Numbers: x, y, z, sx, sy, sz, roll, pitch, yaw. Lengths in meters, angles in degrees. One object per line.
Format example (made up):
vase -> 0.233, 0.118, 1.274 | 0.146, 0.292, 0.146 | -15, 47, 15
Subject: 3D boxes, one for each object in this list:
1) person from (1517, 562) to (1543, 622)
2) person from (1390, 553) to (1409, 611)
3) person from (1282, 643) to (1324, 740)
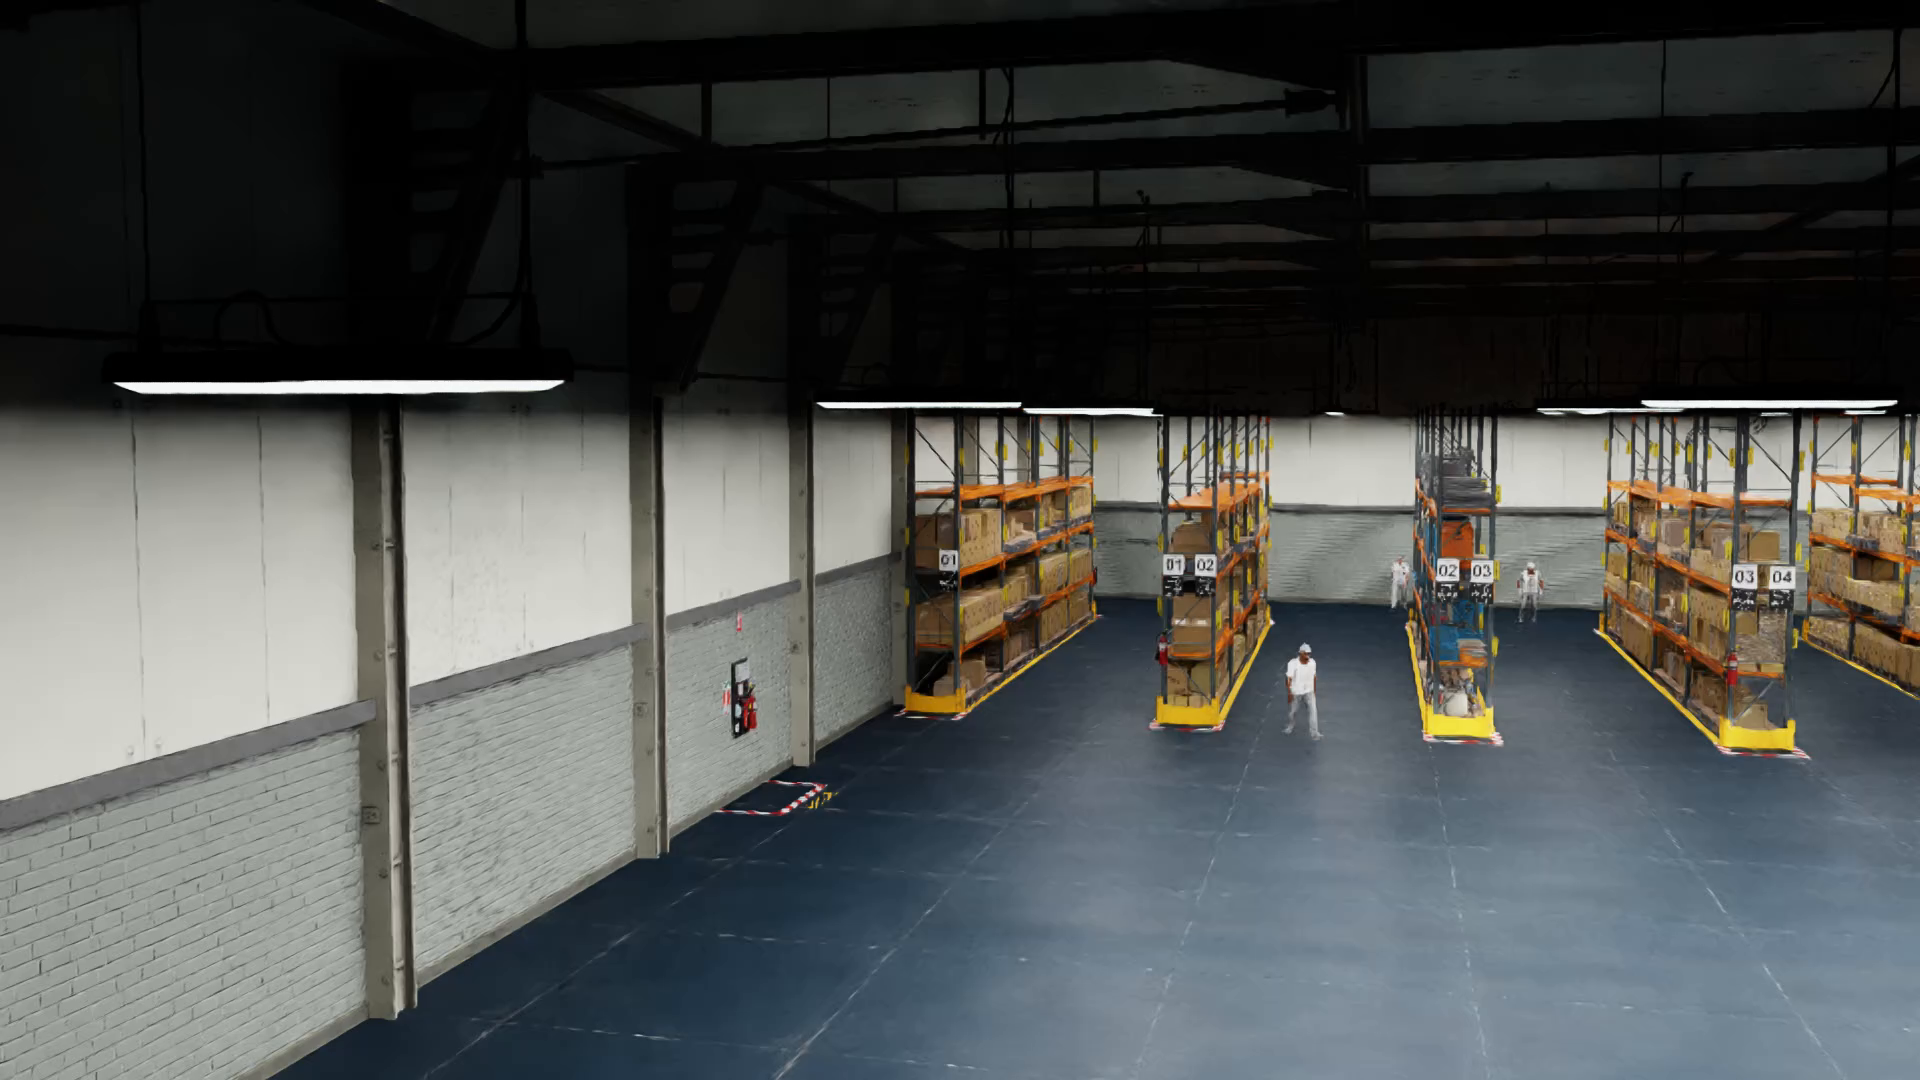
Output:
person -> 16.000, 1.466, 46.699 | 0.702, 1.734, 0.549 | 1, 4, 13
person -> 13.140, 1.242, 49.634 | 0.533, 1.707, 1.040 | 2, 5, 23
person -> 6.148, 2.702, 29.822 | 0.621, 1.725, 0.959 | -1, 4, -9
